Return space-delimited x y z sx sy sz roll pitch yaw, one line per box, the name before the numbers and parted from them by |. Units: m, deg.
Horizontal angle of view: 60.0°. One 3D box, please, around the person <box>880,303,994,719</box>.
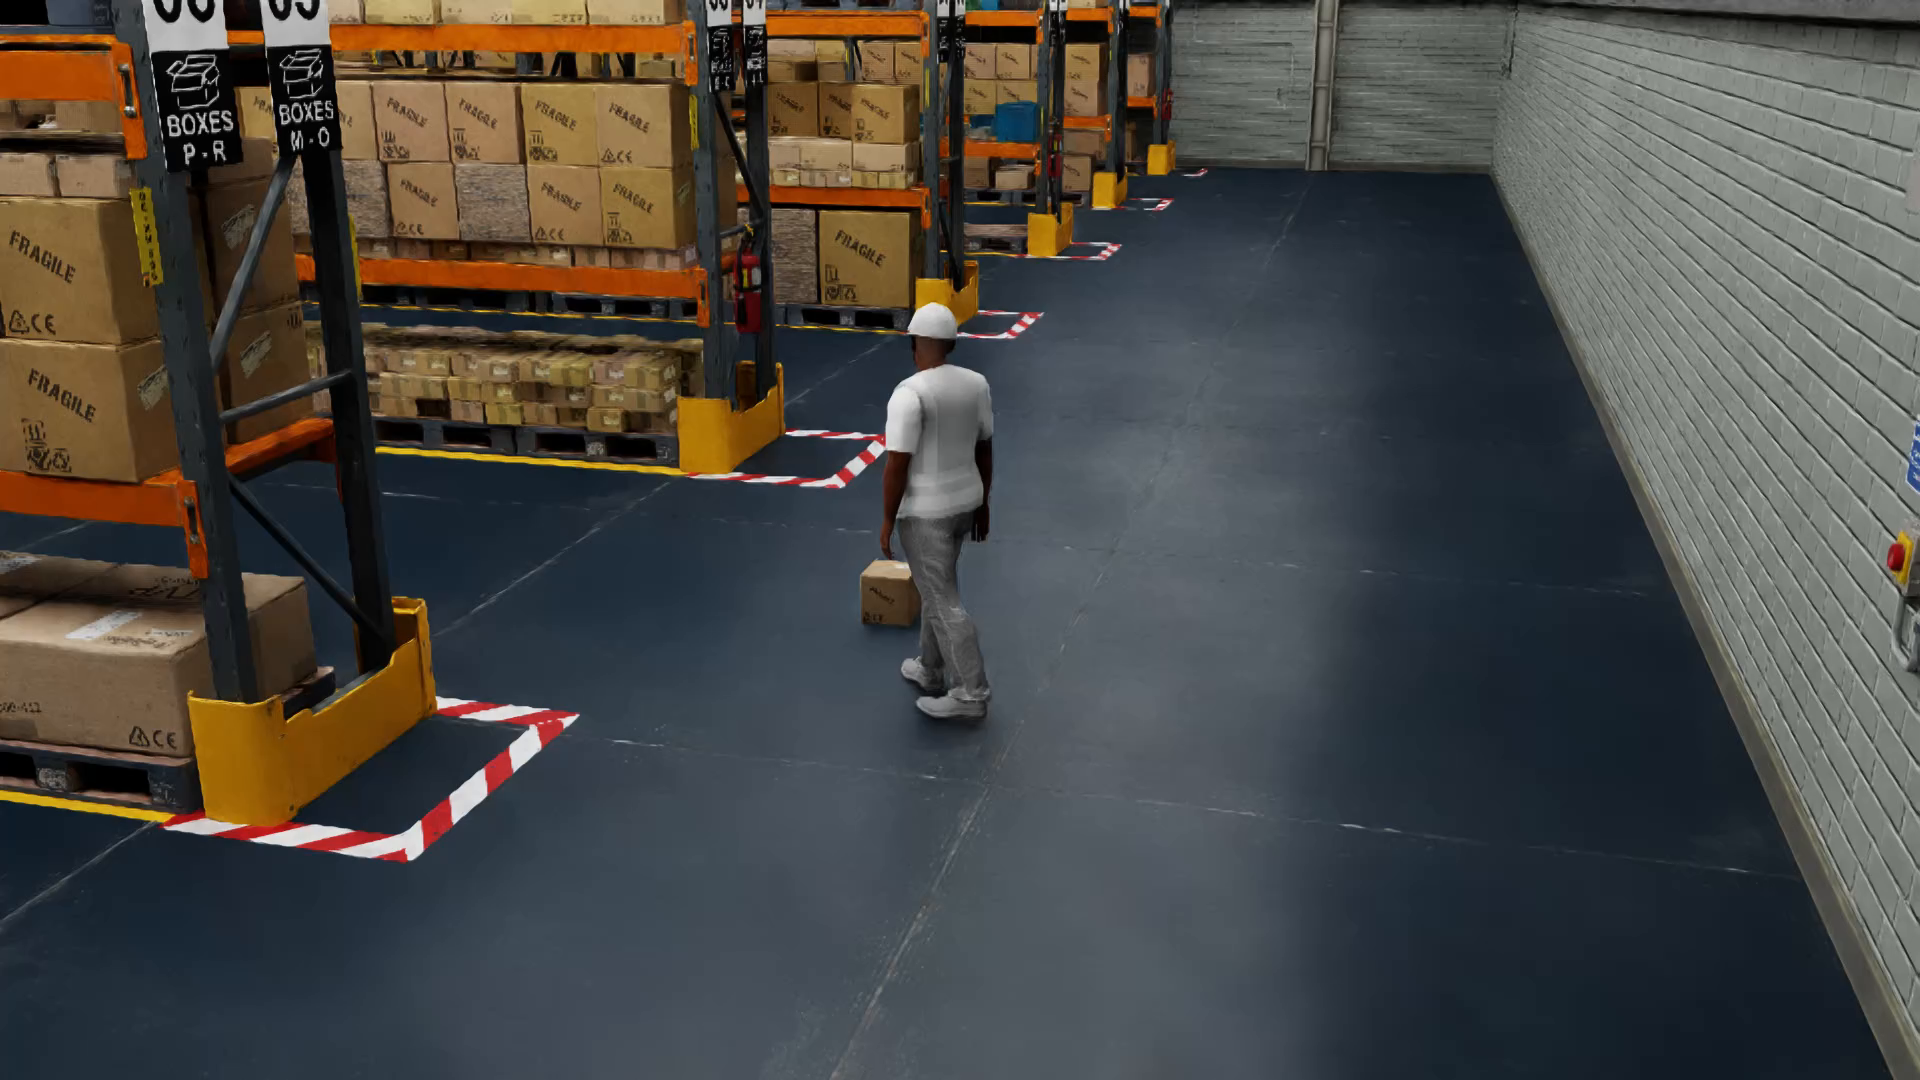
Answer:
person | -0.101 -0.128 7.122 0.692 1.758 0.592 15 23 38
